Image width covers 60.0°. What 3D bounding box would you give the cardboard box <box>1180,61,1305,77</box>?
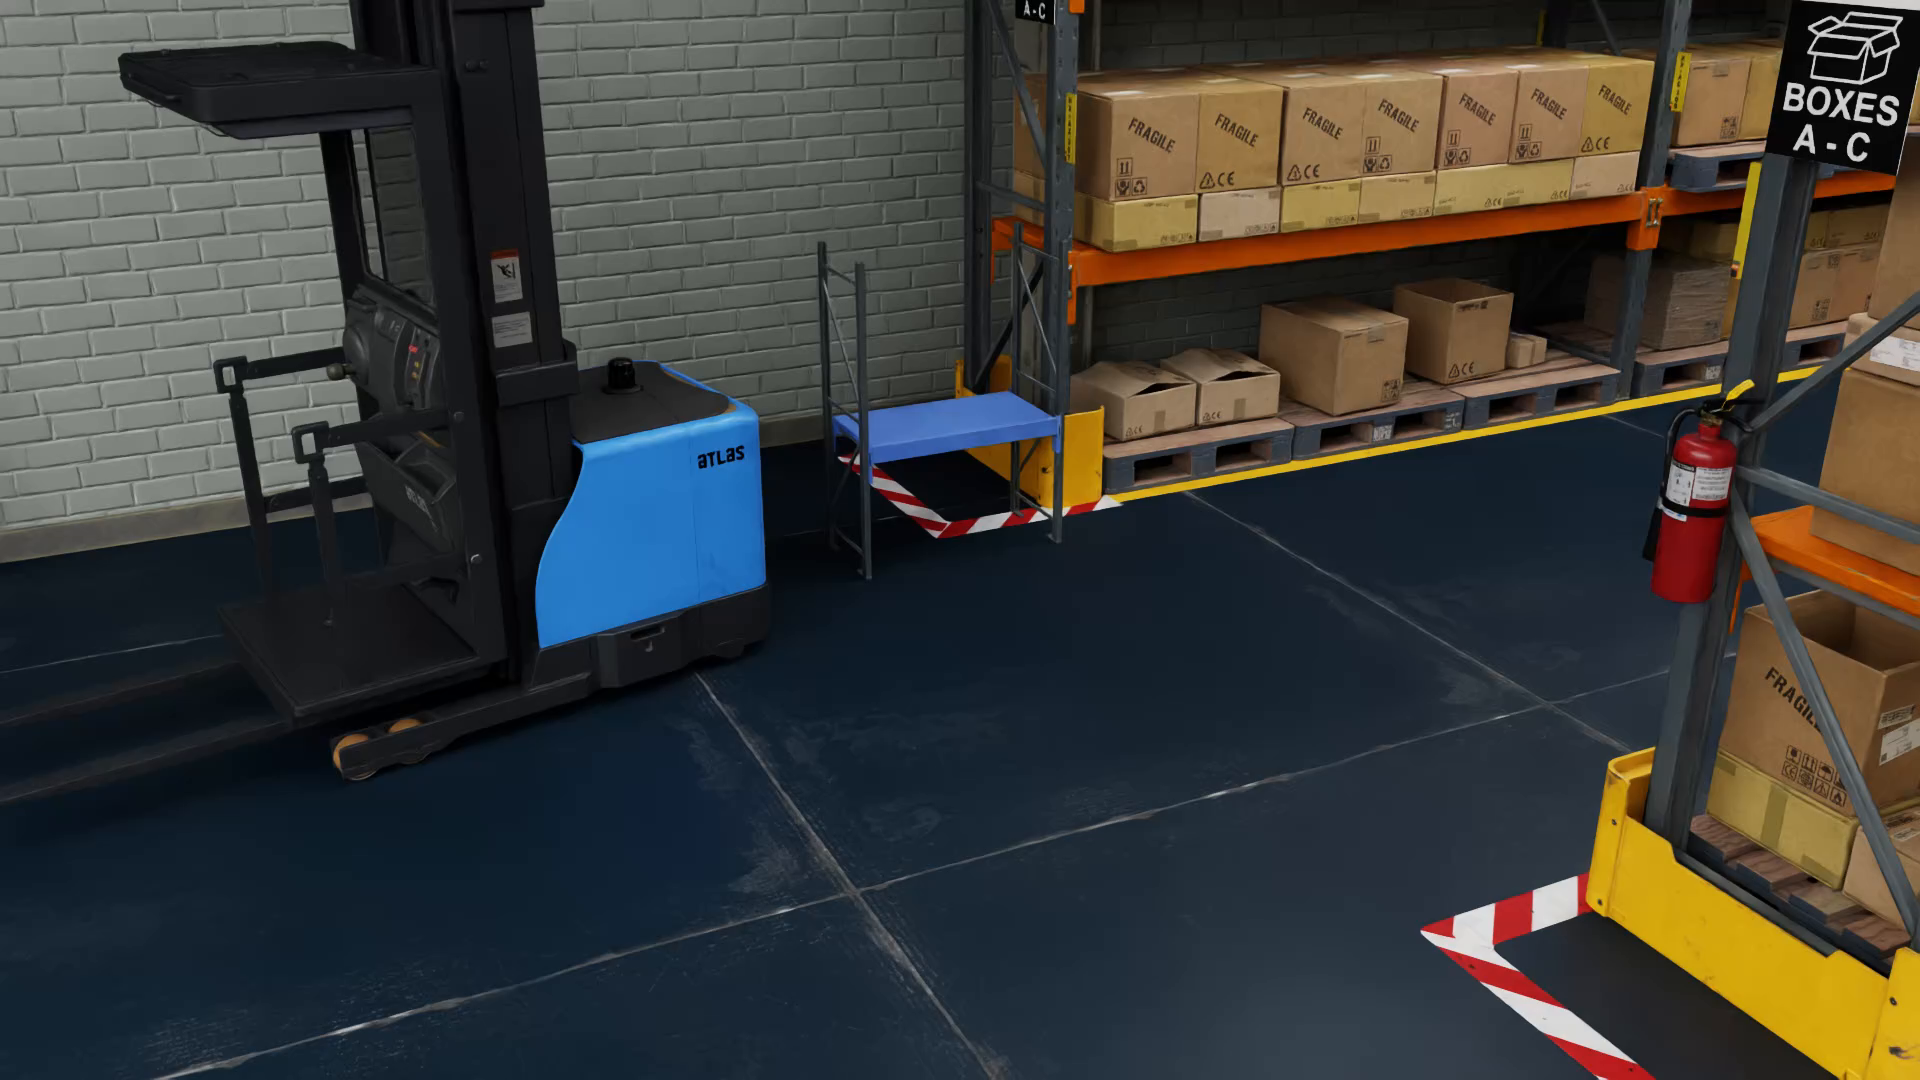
[{"bbox_3d":[1.546,-2.362,9.225,0.500,0.500,0.500,-11,25,-25],"label":"cardboard box"}]

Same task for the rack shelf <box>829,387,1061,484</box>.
[{"bbox_3d":[-0.077,-0.513,7.998,1.000,0.185,0.538,-10,25,-24],"label":"rack shelf"}]

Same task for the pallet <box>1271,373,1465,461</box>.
[{"bbox_3d":[2.205,-0.805,9.918,1.213,0.211,1.003,-10,25,-24],"label":"pallet"}]

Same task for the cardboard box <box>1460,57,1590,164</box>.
[{"bbox_3d":[3.157,-2.437,9.406,0.500,0.500,0.500,-11,25,-24],"label":"cardboard box"}]

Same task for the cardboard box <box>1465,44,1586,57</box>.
[{"bbox_3d":[3.382,-2.701,10.043,0.500,0.500,0.500,-11,25,-25],"label":"cardboard box"}]

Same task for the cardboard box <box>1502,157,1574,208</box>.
[{"bbox_3d":[3.148,-2.098,9.566,0.500,0.250,0.500,-10,25,-23],"label":"cardboard box"}]

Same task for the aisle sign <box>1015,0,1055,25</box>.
[{"bbox_3d":[0.357,-2.843,7.797,0.004,0.787,0.394,-10,25,-24],"label":"aisle sign"}]

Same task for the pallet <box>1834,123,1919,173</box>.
[{"bbox_3d":[5.734,-2.653,10.988,1.213,0.211,1.003,-10,25,-24],"label":"pallet"}]

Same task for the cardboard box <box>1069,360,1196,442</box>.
[{"bbox_3d":[0.954,-0.802,9.205,0.500,0.311,0.500,-14,26,-30],"label":"cardboard box"}]

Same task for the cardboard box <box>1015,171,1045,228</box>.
[{"bbox_3d":[0.629,-1.841,8.947,0.500,0.250,0.500,-10,25,-23],"label":"cardboard box"}]

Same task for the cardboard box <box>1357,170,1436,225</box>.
[{"bbox_3d":[2.249,-1.925,9.149,0.500,0.250,0.500,-10,25,-23],"label":"cardboard box"}]

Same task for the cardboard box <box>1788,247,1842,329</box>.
[{"bbox_3d":[5.473,-1.770,11.298,0.500,0.500,0.700,-10,25,-23],"label":"cardboard box"}]

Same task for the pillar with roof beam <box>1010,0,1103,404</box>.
[{"bbox_3d":[2.414,-3.460,4.842,0.400,9.000,9.100,-10,25,-24],"label":"pillar with roof beam"}]

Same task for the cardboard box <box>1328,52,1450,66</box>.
[{"bbox_3d":[2.462,-2.536,9.644,0.500,0.500,0.500,-10,24,-22],"label":"cardboard box"}]

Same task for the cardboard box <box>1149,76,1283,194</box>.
[{"bbox_3d":[1.302,-2.098,8.585,0.500,0.500,0.500,-10,25,-23],"label":"cardboard box"}]

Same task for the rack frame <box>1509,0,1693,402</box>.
[{"bbox_3d":[3.896,-2.421,10.176,0.127,3.000,1.000,-10,25,-24],"label":"rack frame"}]

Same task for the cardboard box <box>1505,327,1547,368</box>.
[{"bbox_3d":[3.427,-1.216,10.394,0.250,0.166,0.380,-14,26,-30],"label":"cardboard box"}]

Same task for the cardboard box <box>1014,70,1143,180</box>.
[{"bbox_3d":[0.624,-2.195,8.820,0.500,0.500,0.500,-11,25,-24],"label":"cardboard box"}]

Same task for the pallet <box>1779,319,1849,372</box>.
[{"bbox_3d":[5.697,-1.466,11.515,1.213,0.211,1.003,-10,25,-24],"label":"pallet"}]

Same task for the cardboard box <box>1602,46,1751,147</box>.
[{"bbox_3d":[4.369,-2.743,10.248,0.500,0.500,0.700,-10,25,-23],"label":"cardboard box"}]

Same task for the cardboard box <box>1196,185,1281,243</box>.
[{"bbox_3d":[1.331,-1.760,8.749,0.500,0.250,0.500,-11,25,-25],"label":"cardboard box"}]

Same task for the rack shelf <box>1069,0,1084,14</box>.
[{"bbox_3d":[2.094,-3.142,8.938,4.000,0.370,1.077,-10,25,-24],"label":"rack shelf"}]

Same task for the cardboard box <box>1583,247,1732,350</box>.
[{"bbox_3d":[4.552,-1.597,10.879,0.500,0.500,0.700,-10,24,-22],"label":"cardboard box"}]

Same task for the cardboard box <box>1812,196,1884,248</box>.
[{"bbox_3d":[5.872,-2.182,11.311,0.500,0.250,0.500,-11,25,-24],"label":"cardboard box"}]

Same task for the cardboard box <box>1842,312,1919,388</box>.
[{"bbox_3d":[2.705,-0.526,4.619,0.250,0.149,0.380,-11,25,-25],"label":"cardboard box"}]

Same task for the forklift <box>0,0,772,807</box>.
[{"bbox_3d":[-2.288,-0.700,6.109,3.031,2.935,1.130,-16,27,-34],"label":"forklift"}]

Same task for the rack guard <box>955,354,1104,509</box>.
[{"bbox_3d":[0.360,-0.615,9.082,0.348,0.500,1.175,-10,25,-24],"label":"rack guard"}]

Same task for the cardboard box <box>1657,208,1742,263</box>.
[{"bbox_3d":[4.947,-2.017,10.915,0.500,0.250,0.500,-11,25,-25],"label":"cardboard box"}]

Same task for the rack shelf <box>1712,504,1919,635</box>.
[{"bbox_3d":[4.245,-0.050,5.389,4.000,0.370,1.077,-10,25,-24],"label":"rack shelf"}]

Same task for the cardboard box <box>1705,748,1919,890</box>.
[{"bbox_3d":[2.798,0.835,5.357,0.500,0.250,0.500,-10,25,-24],"label":"cardboard box"}]

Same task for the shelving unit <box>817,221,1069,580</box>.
[{"bbox_3d":[-0.077,-0.679,7.929,1.048,1.500,0.538,-10,25,-24],"label":"shelving unit"}]

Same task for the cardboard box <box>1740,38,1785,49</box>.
[{"bbox_3d":[5.456,-2.953,10.756,0.500,0.500,0.700,-7,23,-16],"label":"cardboard box"}]

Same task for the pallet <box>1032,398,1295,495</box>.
[{"bbox_3d":[1.107,-0.604,9.433,1.213,0.211,1.003,-10,25,-24],"label":"pallet"}]

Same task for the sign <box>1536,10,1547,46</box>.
[{"bbox_3d":[3.652,-3.146,10.415,0.005,0.325,0.100,-10,25,-24],"label":"sign"}]

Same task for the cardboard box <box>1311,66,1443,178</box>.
[{"bbox_3d":[2.230,-2.271,9.004,0.500,0.500,0.500,-10,24,-22],"label":"cardboard box"}]

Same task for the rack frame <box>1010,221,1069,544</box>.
[{"bbox_3d":[0.381,-0.763,8.133,0.032,1.500,0.500,-10,25,-24],"label":"rack frame"}]

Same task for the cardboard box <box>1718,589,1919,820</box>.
[{"bbox_3d":[2.797,0.488,5.215,0.500,0.500,0.500,-10,25,-24],"label":"cardboard box"}]

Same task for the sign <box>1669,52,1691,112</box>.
[{"bbox_3d":[4.138,-2.635,9.562,0.005,0.325,0.100,-10,25,-24],"label":"sign"}]

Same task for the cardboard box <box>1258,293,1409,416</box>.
[{"bbox_3d":[2.150,-1.088,9.650,0.500,0.500,0.700,-12,25,-27],"label":"cardboard box"}]

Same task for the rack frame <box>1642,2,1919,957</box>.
[{"bbox_3d":[2.443,-0.051,4.450,0.127,3.000,1.000,-10,25,-24],"label":"rack frame"}]
